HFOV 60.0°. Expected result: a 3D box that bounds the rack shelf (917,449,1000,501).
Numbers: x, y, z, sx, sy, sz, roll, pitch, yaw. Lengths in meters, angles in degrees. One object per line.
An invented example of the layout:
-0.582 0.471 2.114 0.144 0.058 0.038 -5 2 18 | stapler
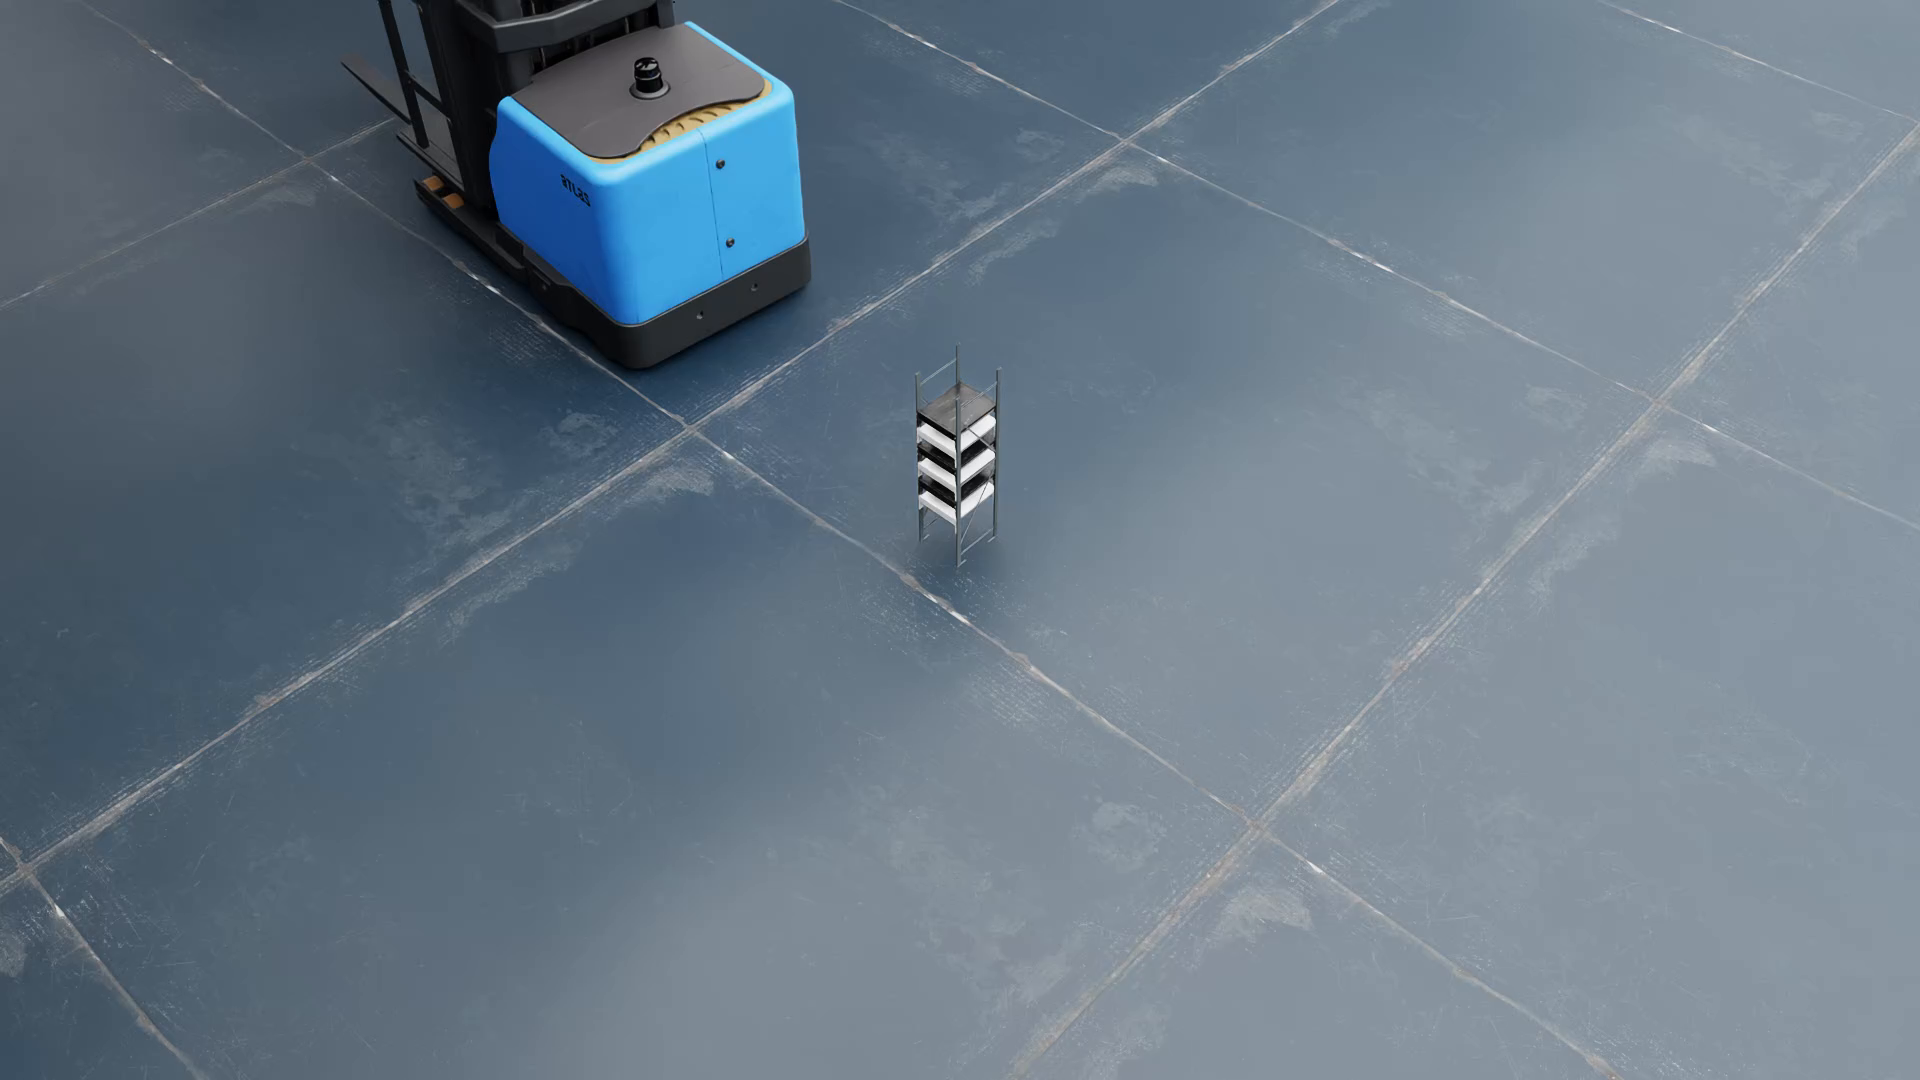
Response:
-0.006 -0.289 6.450 0.200 0.077 0.258 34 55 28 | rack shelf

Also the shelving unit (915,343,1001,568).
-0.006 -0.312 6.426 0.210 0.900 0.258 34 55 28 | shelving unit

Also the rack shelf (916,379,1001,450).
-0.006 -0.474 6.253 0.200 0.077 0.258 34 55 28 | rack shelf

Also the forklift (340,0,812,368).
-2.050 -2.760 7.331 1.130 2.935 3.031 -33 55 -27 | forklift

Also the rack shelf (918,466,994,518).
-0.006 -0.228 6.516 0.200 0.077 0.258 34 55 28 | rack shelf

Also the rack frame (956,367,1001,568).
0.069 -0.262 6.379 0.006 0.900 0.240 34 55 28 | rack frame

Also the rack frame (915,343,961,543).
-0.081 -0.362 6.473 0.006 0.900 0.240 34 55 28 | rack frame

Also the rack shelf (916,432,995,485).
-0.006 -0.351 6.384 0.200 0.077 0.258 34 55 28 | rack shelf

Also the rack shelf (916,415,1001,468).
-0.006 -0.412 6.319 0.200 0.077 0.258 34 55 28 | rack shelf

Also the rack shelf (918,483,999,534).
-0.006 -0.166 6.581 0.200 0.077 0.258 34 55 28 | rack shelf
